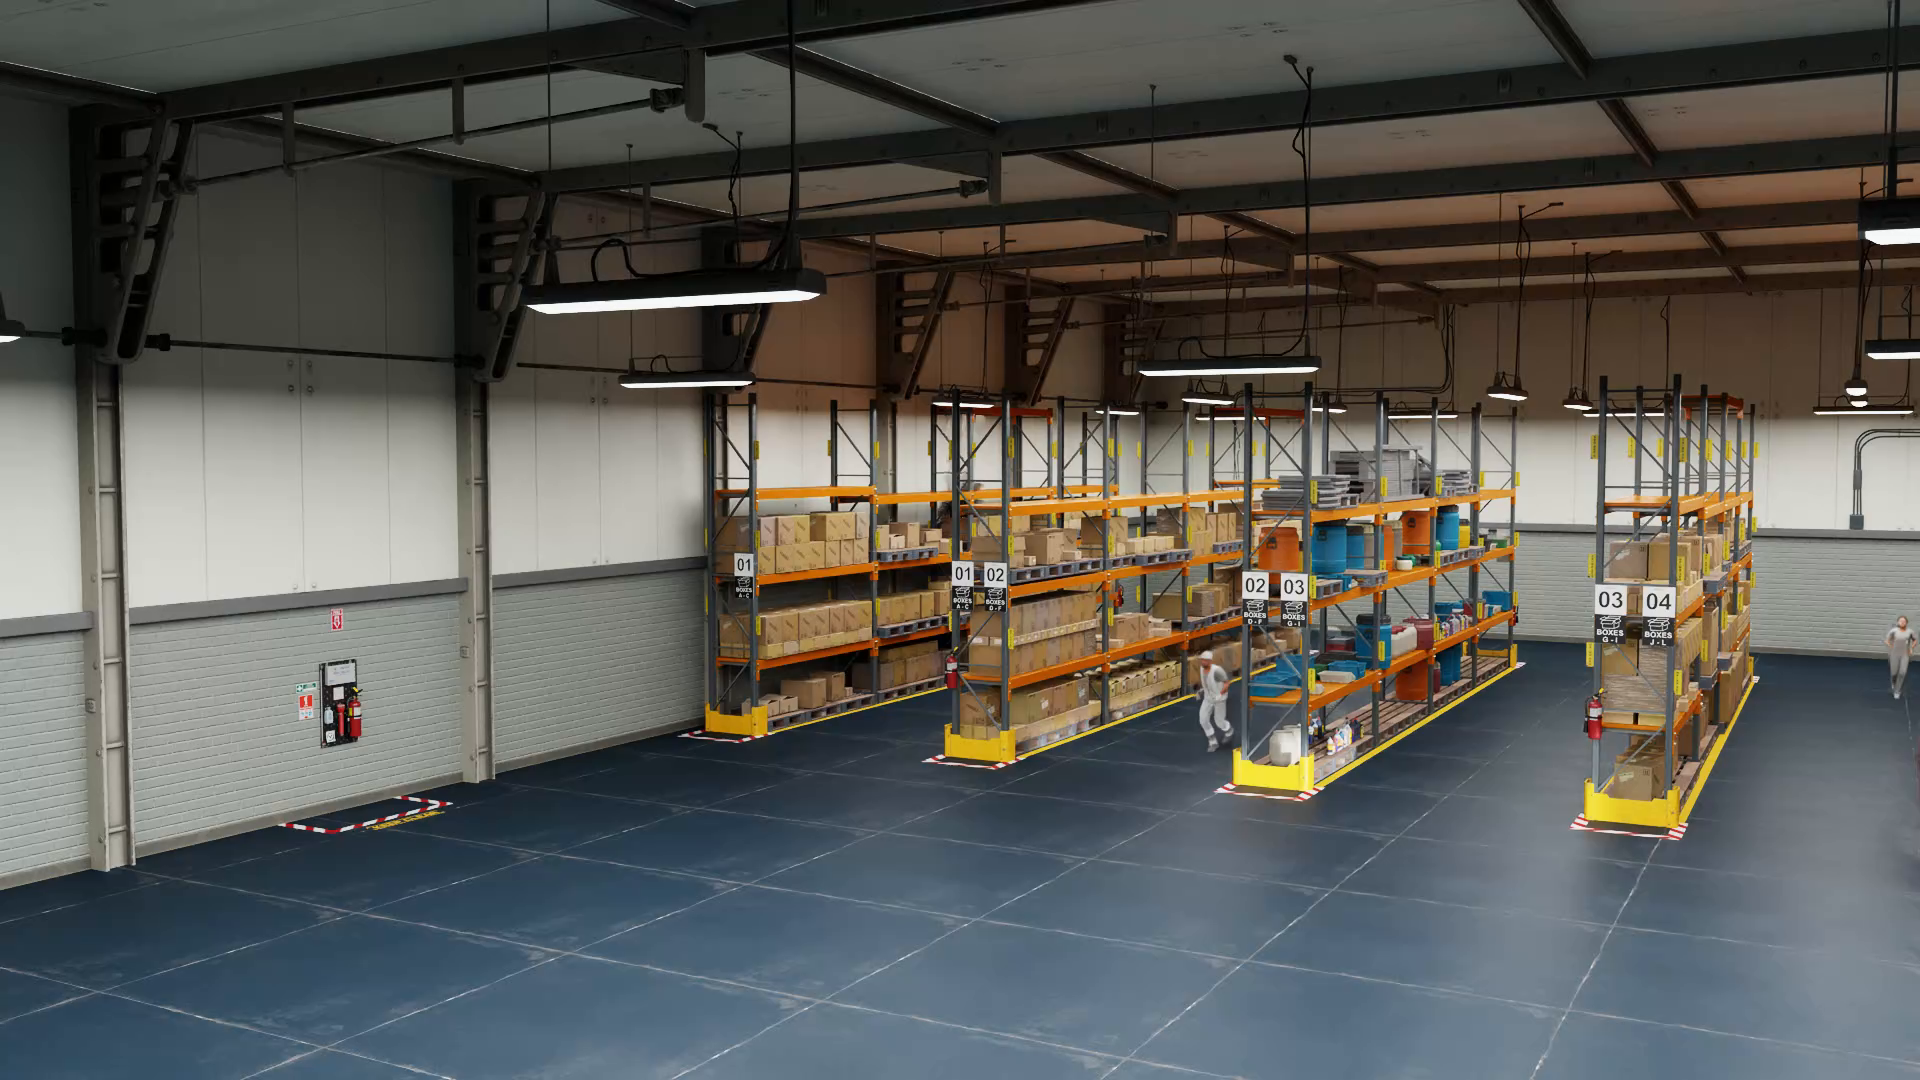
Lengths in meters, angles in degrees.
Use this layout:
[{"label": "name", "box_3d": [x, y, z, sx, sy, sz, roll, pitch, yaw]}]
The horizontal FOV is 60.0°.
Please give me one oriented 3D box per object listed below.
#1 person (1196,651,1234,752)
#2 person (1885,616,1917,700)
[{"label": "person", "box_3d": [4.309, 2.683, 27.755, 0.974, 1.736, 0.623, -3, 4, -44]}, {"label": "person", "box_3d": [19.062, 2.364, 33.695, 0.573, 1.672, 0.891, 2, 3, 28]}]
